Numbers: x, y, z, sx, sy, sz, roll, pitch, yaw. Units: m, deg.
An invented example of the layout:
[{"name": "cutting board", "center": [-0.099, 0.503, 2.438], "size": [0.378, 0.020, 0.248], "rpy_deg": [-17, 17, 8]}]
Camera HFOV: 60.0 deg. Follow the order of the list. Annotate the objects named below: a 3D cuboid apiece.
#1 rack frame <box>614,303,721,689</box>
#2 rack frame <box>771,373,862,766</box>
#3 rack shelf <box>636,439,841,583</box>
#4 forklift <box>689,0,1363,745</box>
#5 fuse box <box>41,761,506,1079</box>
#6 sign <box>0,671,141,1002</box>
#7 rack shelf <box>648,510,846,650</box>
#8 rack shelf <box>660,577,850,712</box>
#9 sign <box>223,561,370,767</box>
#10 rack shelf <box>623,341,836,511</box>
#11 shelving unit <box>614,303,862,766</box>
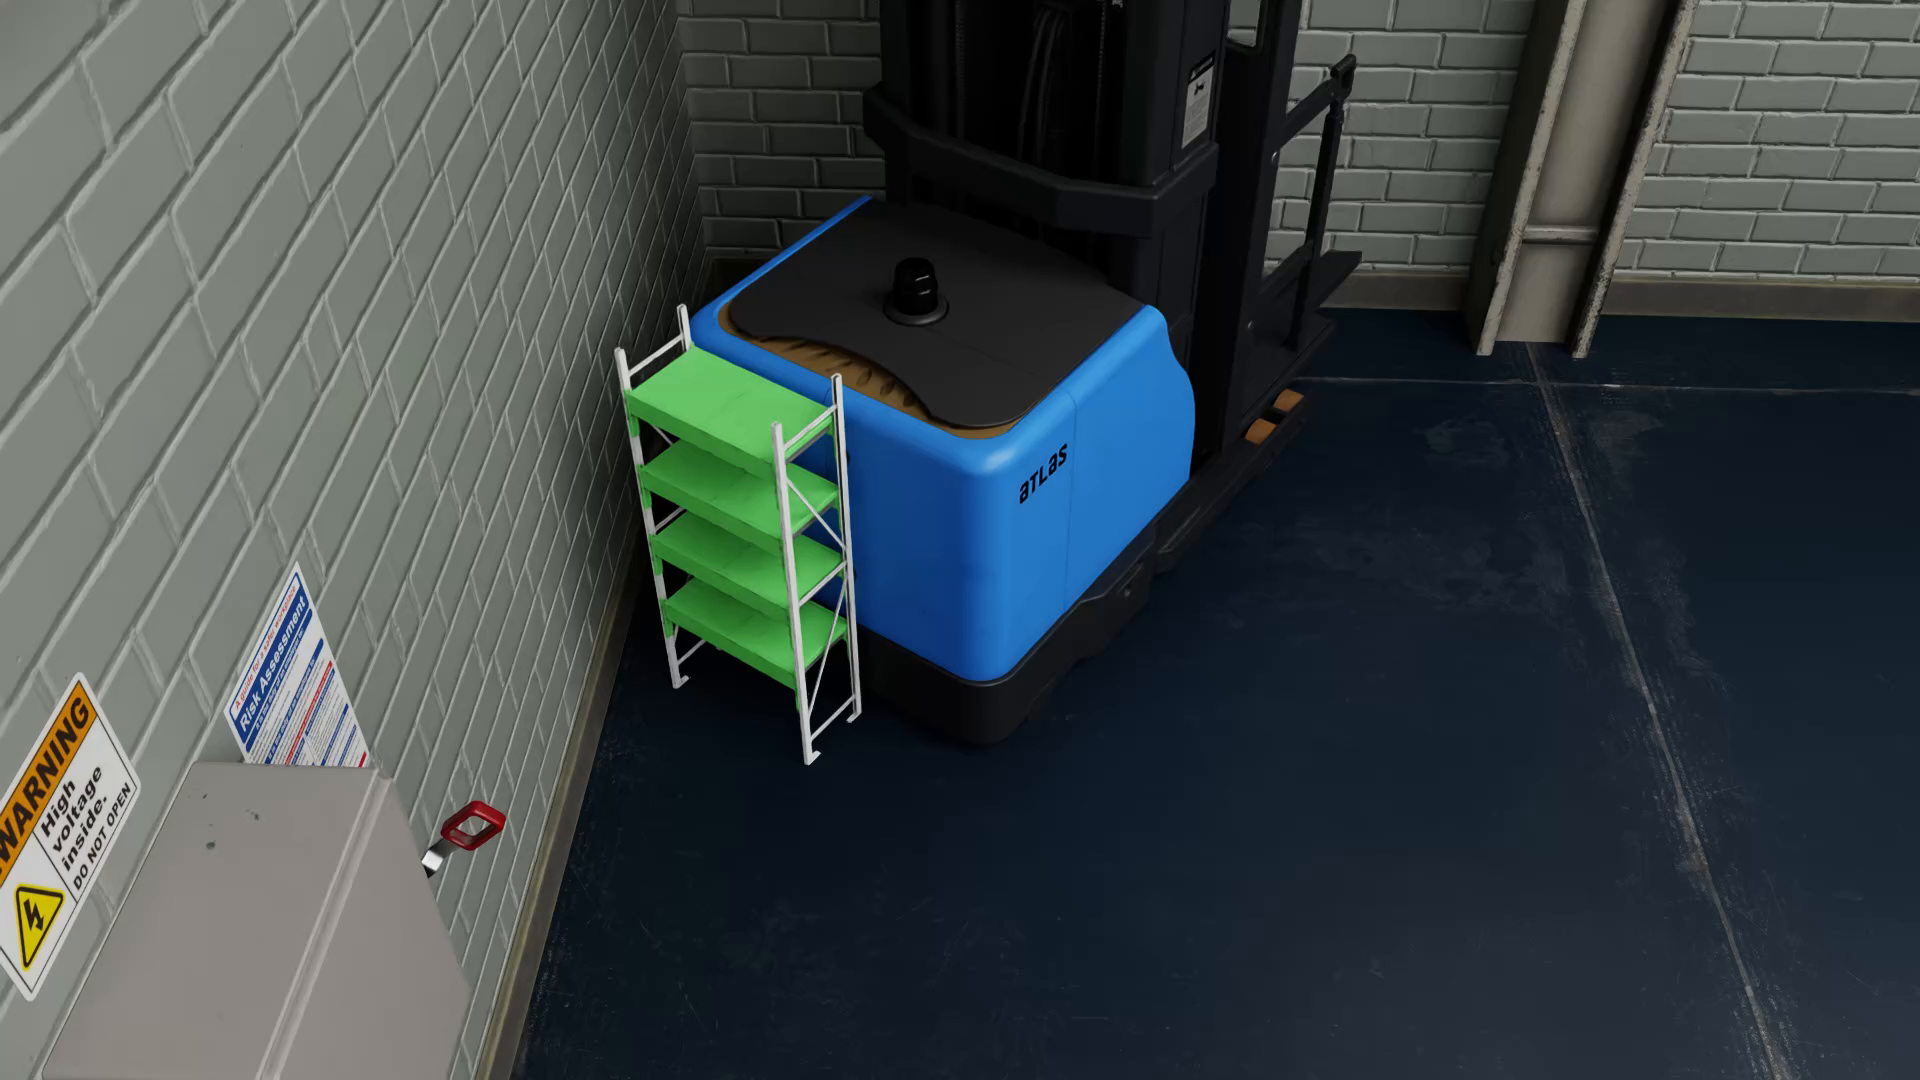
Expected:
[{"name": "rack frame", "center": [-0.752, -0.078, 4.453], "size": [0.015, 1.200, 0.240], "rpy_deg": [26, 49, 25]}, {"name": "rack frame", "center": [-0.354, 0.115, 4.247], "size": [0.015, 1.200, 0.240], "rpy_deg": [26, 49, 25]}, {"name": "rack shelf", "center": [-0.553, -0.110, 4.230], "size": [0.480, 0.148, 0.258], "rpy_deg": [26, 49, 25]}, {"name": "forklift", "center": [0.533, -1.479, 4.688], "size": [1.130, 2.935, 3.031], "rpy_deg": [26, 49, 25]}, {"name": "fuse box", "center": [-0.908, 1.105, 2.809], "size": [0.414, 1.711, 0.539], "rpy_deg": [2, 43, 2]}, {"name": "sign", "center": [-1.117, 0.362, 2.055], "size": [0.001, 0.242, 0.339], "rpy_deg": [2, 43, 2]}, {"name": "rack shelf", "center": [-0.553, 0.065, 4.393], "size": [0.480, 0.148, 0.258], "rpy_deg": [26, 49, 25]}, {"name": "rack shelf", "center": [-0.553, 0.241, 4.557], "size": [0.480, 0.148, 0.258], "rpy_deg": [26, 49, 25]}, {"name": "sign", "center": [-1.093, 0.325, 2.770], "size": [0.001, 0.494, 0.329], "rpy_deg": [2, 43, 2]}, {"name": "rack shelf", "center": [-0.553, -0.286, 4.066], "size": [0.480, 0.148, 0.258], "rpy_deg": [26, 49, 25]}, {"name": "shelving unit", "center": [-0.553, 0.018, 4.350], "size": [0.503, 1.200, 0.258], "rpy_deg": [26, 49, 25]}]
